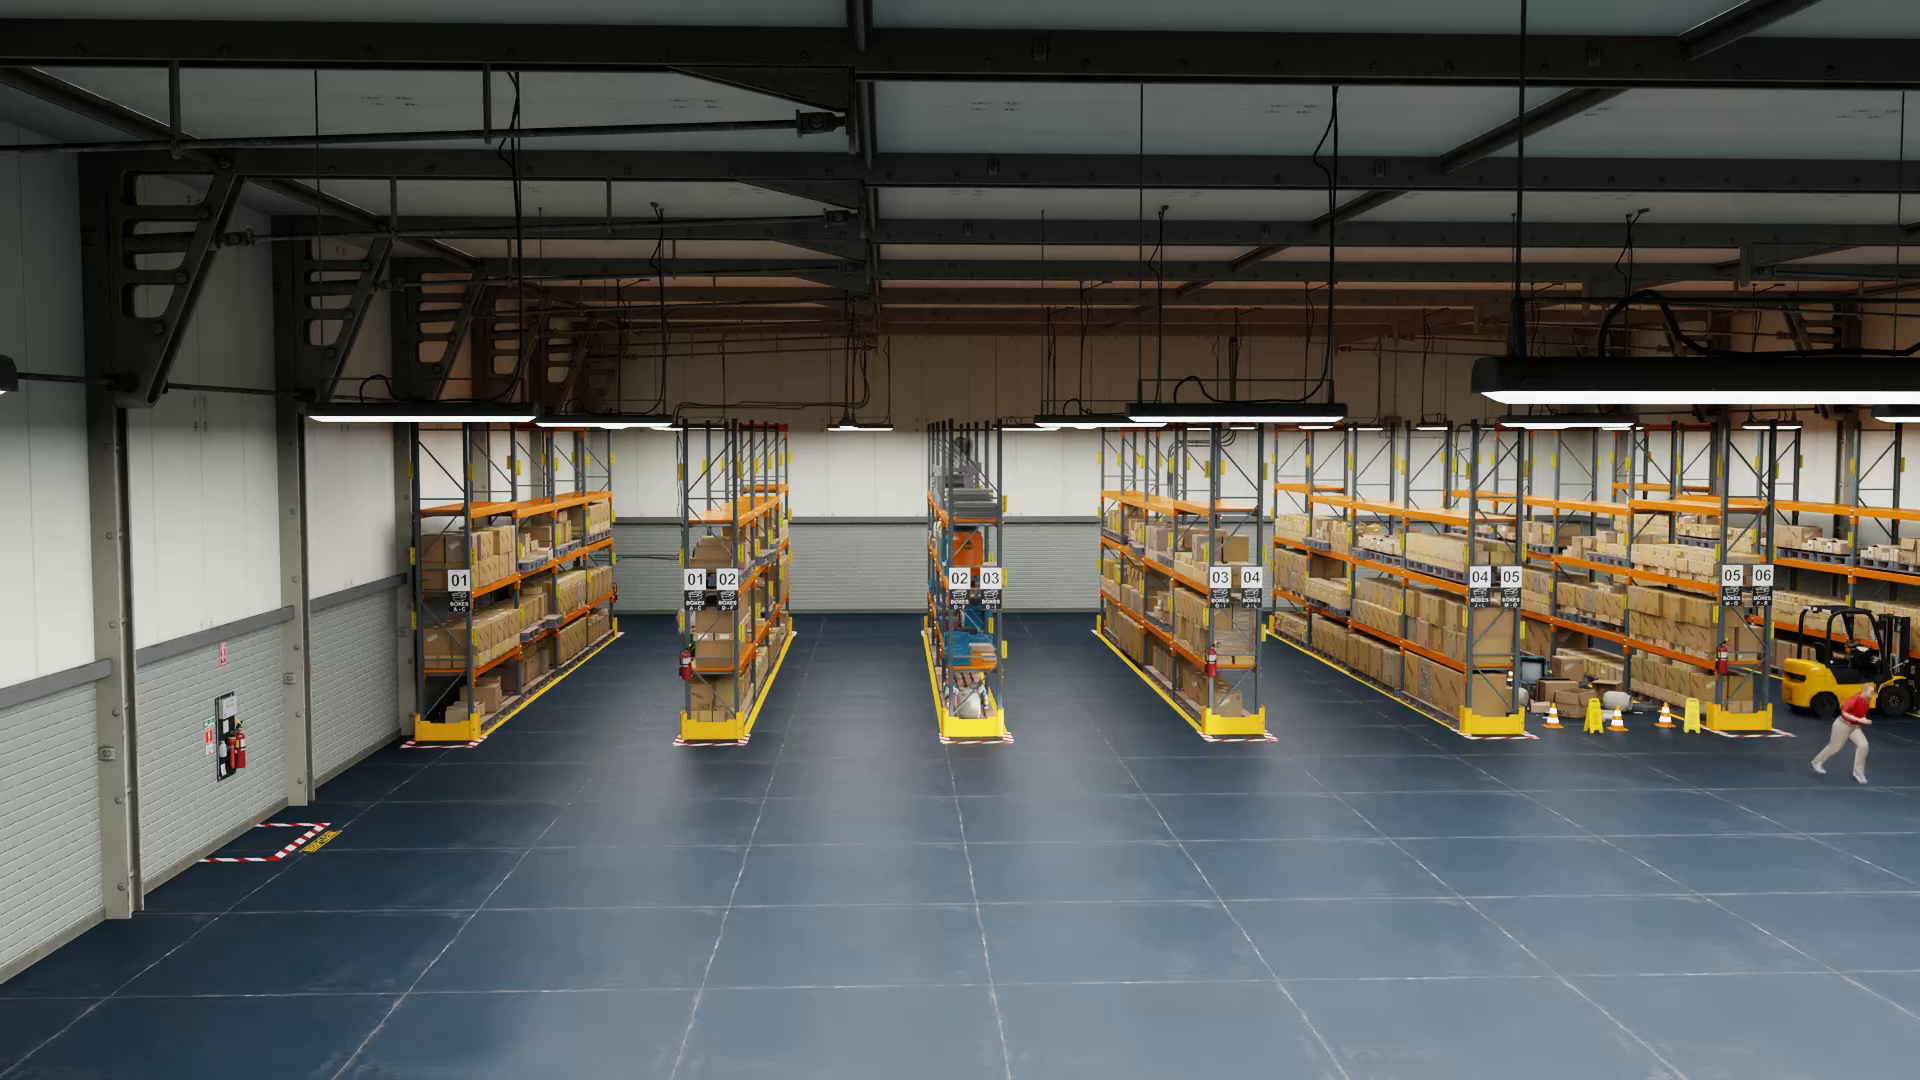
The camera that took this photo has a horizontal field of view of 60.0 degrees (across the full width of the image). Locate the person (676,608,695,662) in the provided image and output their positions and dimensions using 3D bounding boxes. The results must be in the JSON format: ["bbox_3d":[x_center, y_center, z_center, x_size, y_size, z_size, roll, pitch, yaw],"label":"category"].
[{"bbox_3d":[-6.549,2.271,40.249,0.656,1.794,0.769,0,4,-6],"label":"person"}]

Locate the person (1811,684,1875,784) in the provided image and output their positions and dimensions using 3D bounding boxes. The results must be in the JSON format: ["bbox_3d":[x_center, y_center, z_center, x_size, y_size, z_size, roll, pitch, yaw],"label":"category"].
[{"bbox_3d":[14.646,3.175,27.558,0.708,1.697,1.006,-2,4,-33],"label":"person"}]
